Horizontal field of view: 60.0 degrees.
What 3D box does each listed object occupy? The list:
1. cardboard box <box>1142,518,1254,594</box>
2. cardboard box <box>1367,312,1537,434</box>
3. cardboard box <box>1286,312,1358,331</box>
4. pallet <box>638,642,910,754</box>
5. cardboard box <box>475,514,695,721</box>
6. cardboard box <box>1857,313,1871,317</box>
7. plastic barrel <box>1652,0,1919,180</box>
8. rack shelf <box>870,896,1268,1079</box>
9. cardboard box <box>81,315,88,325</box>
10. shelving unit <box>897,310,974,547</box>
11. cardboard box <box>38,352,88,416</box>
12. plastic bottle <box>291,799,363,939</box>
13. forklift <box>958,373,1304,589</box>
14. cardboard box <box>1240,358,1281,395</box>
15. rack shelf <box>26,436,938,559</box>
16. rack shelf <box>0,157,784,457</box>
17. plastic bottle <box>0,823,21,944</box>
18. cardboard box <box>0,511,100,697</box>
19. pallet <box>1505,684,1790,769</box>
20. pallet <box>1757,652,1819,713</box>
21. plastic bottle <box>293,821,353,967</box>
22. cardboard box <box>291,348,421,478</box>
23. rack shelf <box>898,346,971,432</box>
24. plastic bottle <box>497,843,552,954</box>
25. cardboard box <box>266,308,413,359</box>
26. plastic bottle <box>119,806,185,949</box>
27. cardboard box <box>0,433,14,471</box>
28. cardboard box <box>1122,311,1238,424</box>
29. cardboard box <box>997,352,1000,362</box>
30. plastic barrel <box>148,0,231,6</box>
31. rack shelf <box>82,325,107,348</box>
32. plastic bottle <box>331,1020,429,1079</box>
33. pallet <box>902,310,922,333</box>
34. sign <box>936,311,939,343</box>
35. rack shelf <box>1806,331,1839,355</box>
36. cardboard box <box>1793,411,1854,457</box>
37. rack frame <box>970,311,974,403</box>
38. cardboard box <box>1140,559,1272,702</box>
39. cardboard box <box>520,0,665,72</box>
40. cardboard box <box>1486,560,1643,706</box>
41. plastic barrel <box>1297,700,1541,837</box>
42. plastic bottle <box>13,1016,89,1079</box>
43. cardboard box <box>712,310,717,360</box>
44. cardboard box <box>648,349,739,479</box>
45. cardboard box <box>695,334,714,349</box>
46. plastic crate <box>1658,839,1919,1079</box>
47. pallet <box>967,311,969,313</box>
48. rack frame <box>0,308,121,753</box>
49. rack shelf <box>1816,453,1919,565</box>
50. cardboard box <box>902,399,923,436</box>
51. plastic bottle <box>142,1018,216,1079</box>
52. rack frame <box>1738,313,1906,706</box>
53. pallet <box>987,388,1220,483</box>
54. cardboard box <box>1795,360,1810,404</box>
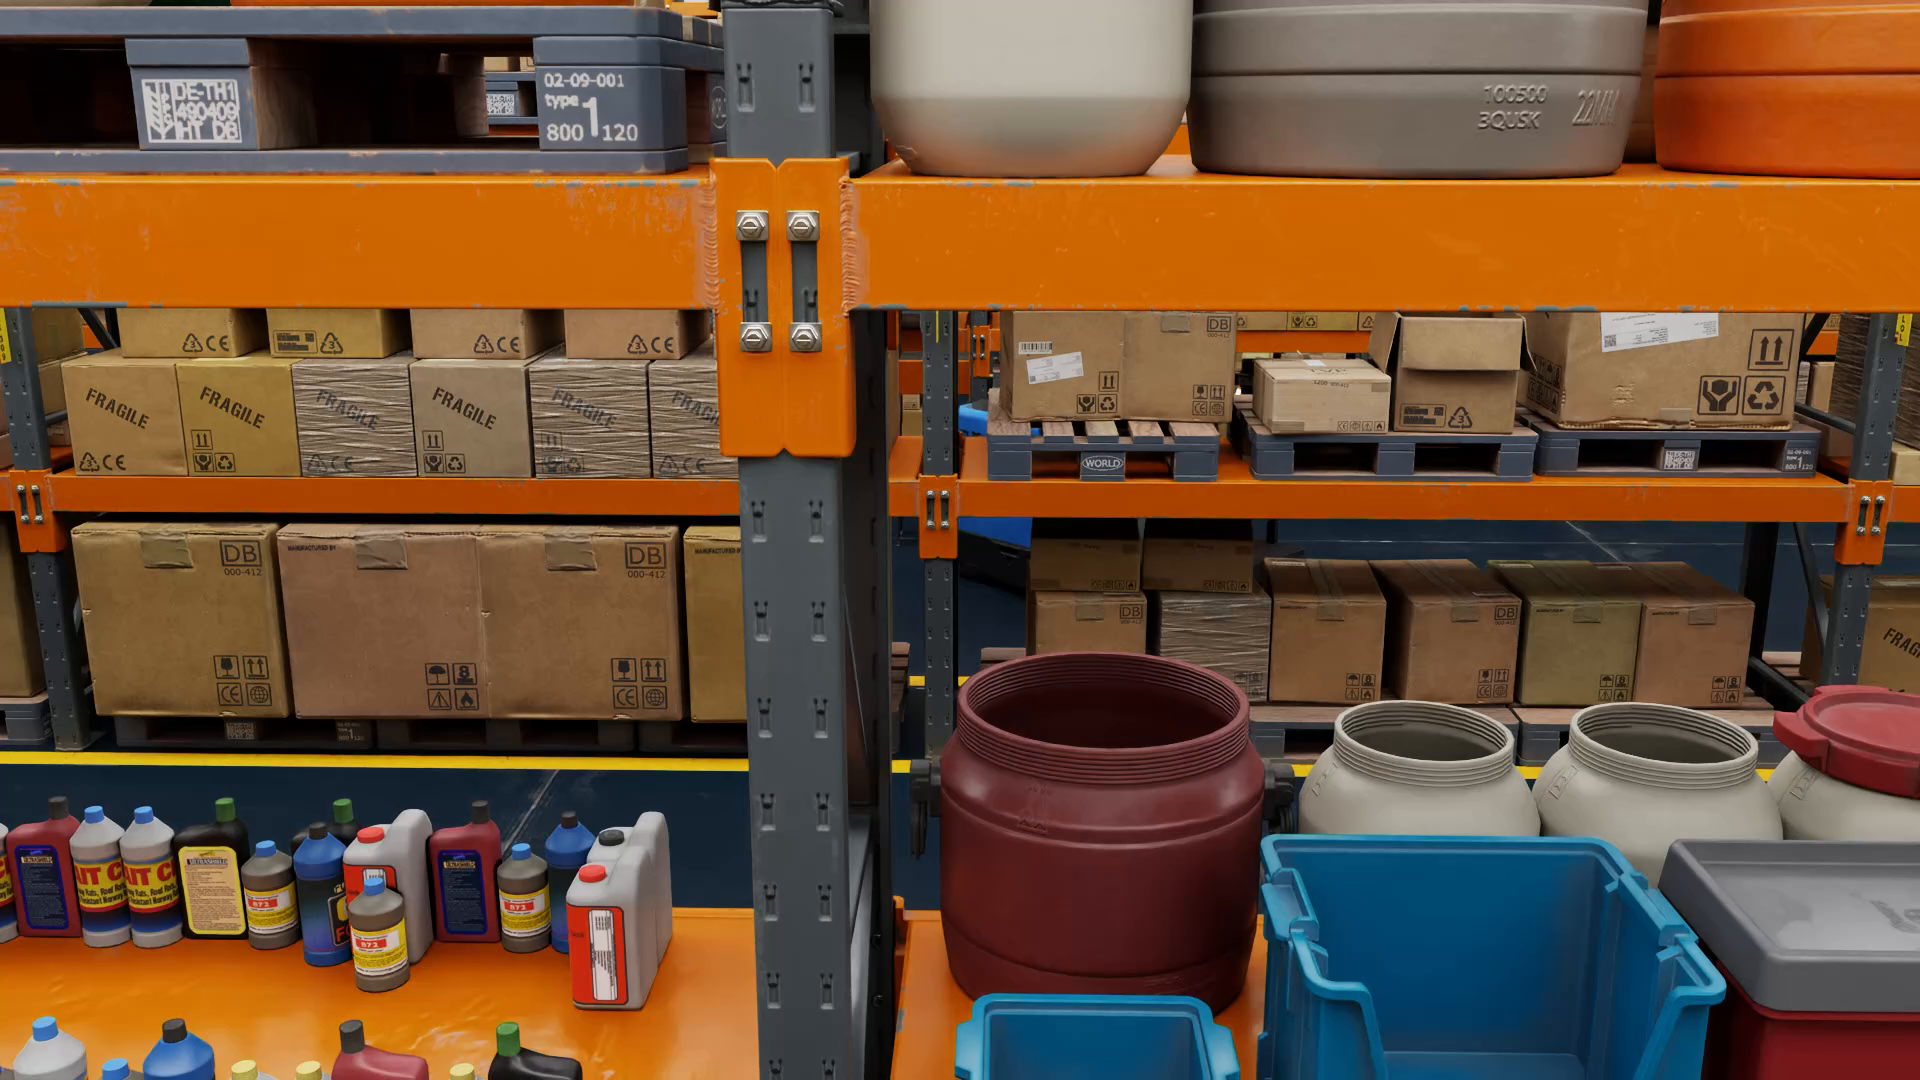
[{"bbox_3d":[1.117,0.055,7.818,0.500,0.250,0.500,2,15,8],"label":"cardboard box"},{"bbox_3d":[2.180,-0.790,7.429,0.637,0.503,0.797,2,15,7],"label":"cardboard box"},{"bbox_3d":[2.604,-1.804,12.101,0.500,0.500,0.500,1,15,2],"label":"cardboard box"},{"bbox_3d":[-0.870,0.748,8.089,1.213,0.211,1.003,0,15,1],"label":"pallet"},{"bbox_3d":[-1.664,0.231,7.926,0.875,0.875,1.225,0,15,2],"label":"cardboard box"},{"bbox_3d":[4.372,-1.292,7.619,0.500,0.500,0.500,0,15,1],"label":"cardboard box"},{"bbox_3d":[1.259,-0.906,2.170,0.708,0.830,0.600,0,15,1],"label":"plastic barrel"},{"bbox_3d":[1.789,1.048,2.896,4.000,0.370,1.077,0,15,1],"label":"rack shelf"},{"bbox_3d":[-6.482,-1.703,12.409,0.250,0.149,0.380,0,15,1],"label":"cardboard box"},{"bbox_3d":[-0.165,-1.016,11.076,0.503,2.100,0.431,0,15,1],"label":"shelving unit"},{"bbox_3d":[-4.546,-0.743,7.986,0.500,0.250,0.500,0,15,0],"label":"cardboard box"},{"bbox_3d":[-1.230,0.643,3.251,0.133,0.283,0.061,0,15,1],"label":"plastic bottle"},{"bbox_3d":[1.309,-1.017,9.449,1.130,2.935,3.031,-14,20,-42],"label":"forklift"},{"bbox_3d":[2.555,-0.917,12.524,0.750,0.750,1.050,0,15,1],"label":"cardboard box"},{"bbox_3d":[-2.083,-0.241,7.783,4.000,0.370,1.077,0,15,1],"label":"rack shelf"},{"bbox_3d":[-2.210,-0.428,2.612,4.000,0.370,1.077,0,15,1],"label":"rack shelf"},{"bbox_3d":[-1.904,0.649,3.251,0.097,0.271,0.097,0,15,0],"label":"plastic bottle"},{"bbox_3d":[-4.740,0.198,8.051,0.875,0.875,0.875,0,15,1],"label":"cardboard box"},{"bbox_3d":[3.137,0.794,7.916,1.213,0.211,1.003,0,15,1],"label":"pallet"},{"bbox_3d":[4.587,0.794,7.916,1.213,0.211,1.003,0,15,1],"label":"pallet"},{"bbox_3d":[-1.214,0.669,3.175,0.097,0.271,0.097,0,15,0],"label":"plastic bottle"},{"bbox_3d":[-2.626,-0.577,7.450,0.500,0.500,0.500,0,15,0],"label":"cardboard box"},{"bbox_3d":[-0.165,-1.003,11.080,0.480,0.518,0.431,0,15,1],"label":"rack shelf"},{"bbox_3d":[-0.847,0.690,3.234,0.097,0.201,0.097,0,15,0],"label":"plastic bottle"},{"bbox_3d":[-2.758,-1.126,7.564,0.637,0.503,0.797,1,15,2],"label":"cardboard box"},{"bbox_3d":[-1.576,0.651,3.243,0.097,0.271,0.097,0,15,0],"label":"plastic bottle"},{"bbox_3d":[-4.396,-0.399,7.463,0.250,0.149,0.380,0,15,2],"label":"cardboard box"},{"bbox_3d":[1.018,-0.855,7.683,0.500,0.500,0.700,3,15,10],"label":"cardboard box"},{"bbox_3d":[0.734,-2.029,17.478,0.625,0.372,0.950,-1,15,-2],"label":"cardboard box"},{"bbox_3d":[-1.264,-0.956,2.686,0.294,0.245,0.294,0,15,0],"label":"plastic barrel"},{"bbox_3d":[-5.854,-1.531,12.673,4.000,0.370,1.077,0,15,1],"label":"rack shelf"},{"bbox_3d":[-0.856,0.849,2.472,0.133,0.283,0.061,0,15,1],"label":"plastic bottle"},{"bbox_3d":[-0.571,-1.724,12.372,1.003,0.211,1.213,0,15,1],"label":"pallet"},{"bbox_3d":[-0.095,-0.994,6.957,0.005,0.325,0.100,0,15,1],"label":"sign"},{"bbox_3d":[6.142,-1.453,12.377,4.000,0.370,1.077,0,15,1],"label":"rack shelf"},{"bbox_3d":[4.137,-0.502,7.854,0.250,0.149,0.380,0,15,1],"label":"cardboard box"},{"bbox_3d":[0.078,-1.015,11.070,0.015,2.100,0.400,0,15,1],"label":"rack frame"},{"bbox_3d":[1.141,0.420,7.906,0.500,0.500,0.700,-1,15,-3],"label":"cardboard box"},{"bbox_3d":[-1.561,-2.246,7.074,0.500,0.500,0.500,1,15,4],"label":"cardboard box"},{"bbox_3d":[2.825,0.429,7.871,0.500,0.500,0.700,0,15,1],"label":"cardboard box"},{"bbox_3d":[0.823,0.586,3.021,0.421,0.512,0.421,0,15,0],"label":"plastic barrel"},{"bbox_3d":[-1.360,0.846,2.504,0.097,0.271,0.097,0,15,0],"label":"plastic bottle"},{"bbox_3d":[-0.814,-1.118,7.534,0.637,0.503,0.797,1,15,3],"label":"cardboard box"},{"bbox_3d":[-1.082,-0.569,7.419,0.500,0.500,0.500,0,15,1],"label":"cardboard box"},{"bbox_3d":[-1.078,-0.699,7.914,0.500,0.500,0.500,0,15,0],"label":"cardboard box"},{"bbox_3d":[1.397,0.745,2.510,0.583,0.464,0.402,0,15,1],"label":"plastic crate"},{"bbox_3d":[-0.453,-3.035,22.429,1.213,0.211,1.003,0,15,1],"label":"pallet"},{"bbox_3d":[-4.083,-0.602,7.740,0.127,3.000,1.000,0,15,1],"label":"rack frame"},{"bbox_3d":[5.914,-0.189,7.585,4.000,0.370,1.077,0,15,1],"label":"rack shelf"},{"bbox_3d":[-0.521,-0.772,12.462,0.500,0.500,0.500,0,15,1],"label":"cardboard box"},{"bbox_3d":[-1.166,0.848,2.499,0.097,0.271,0.097,0,15,0],"label":"plastic bottle"},{"bbox_3d":[3.915,-0.549,7.543,0.127,3.000,1.000,0,15,1],"label":"rack frame"},{"bbox_3d":[0.631,-0.505,7.751,1.003,0.211,1.213,0,15,1],"label":"pallet"},{"bbox_3d":[5.671,-0.963,12.450,0.875,0.875,0.875,0,15,2],"label":"cardboard box"}]
